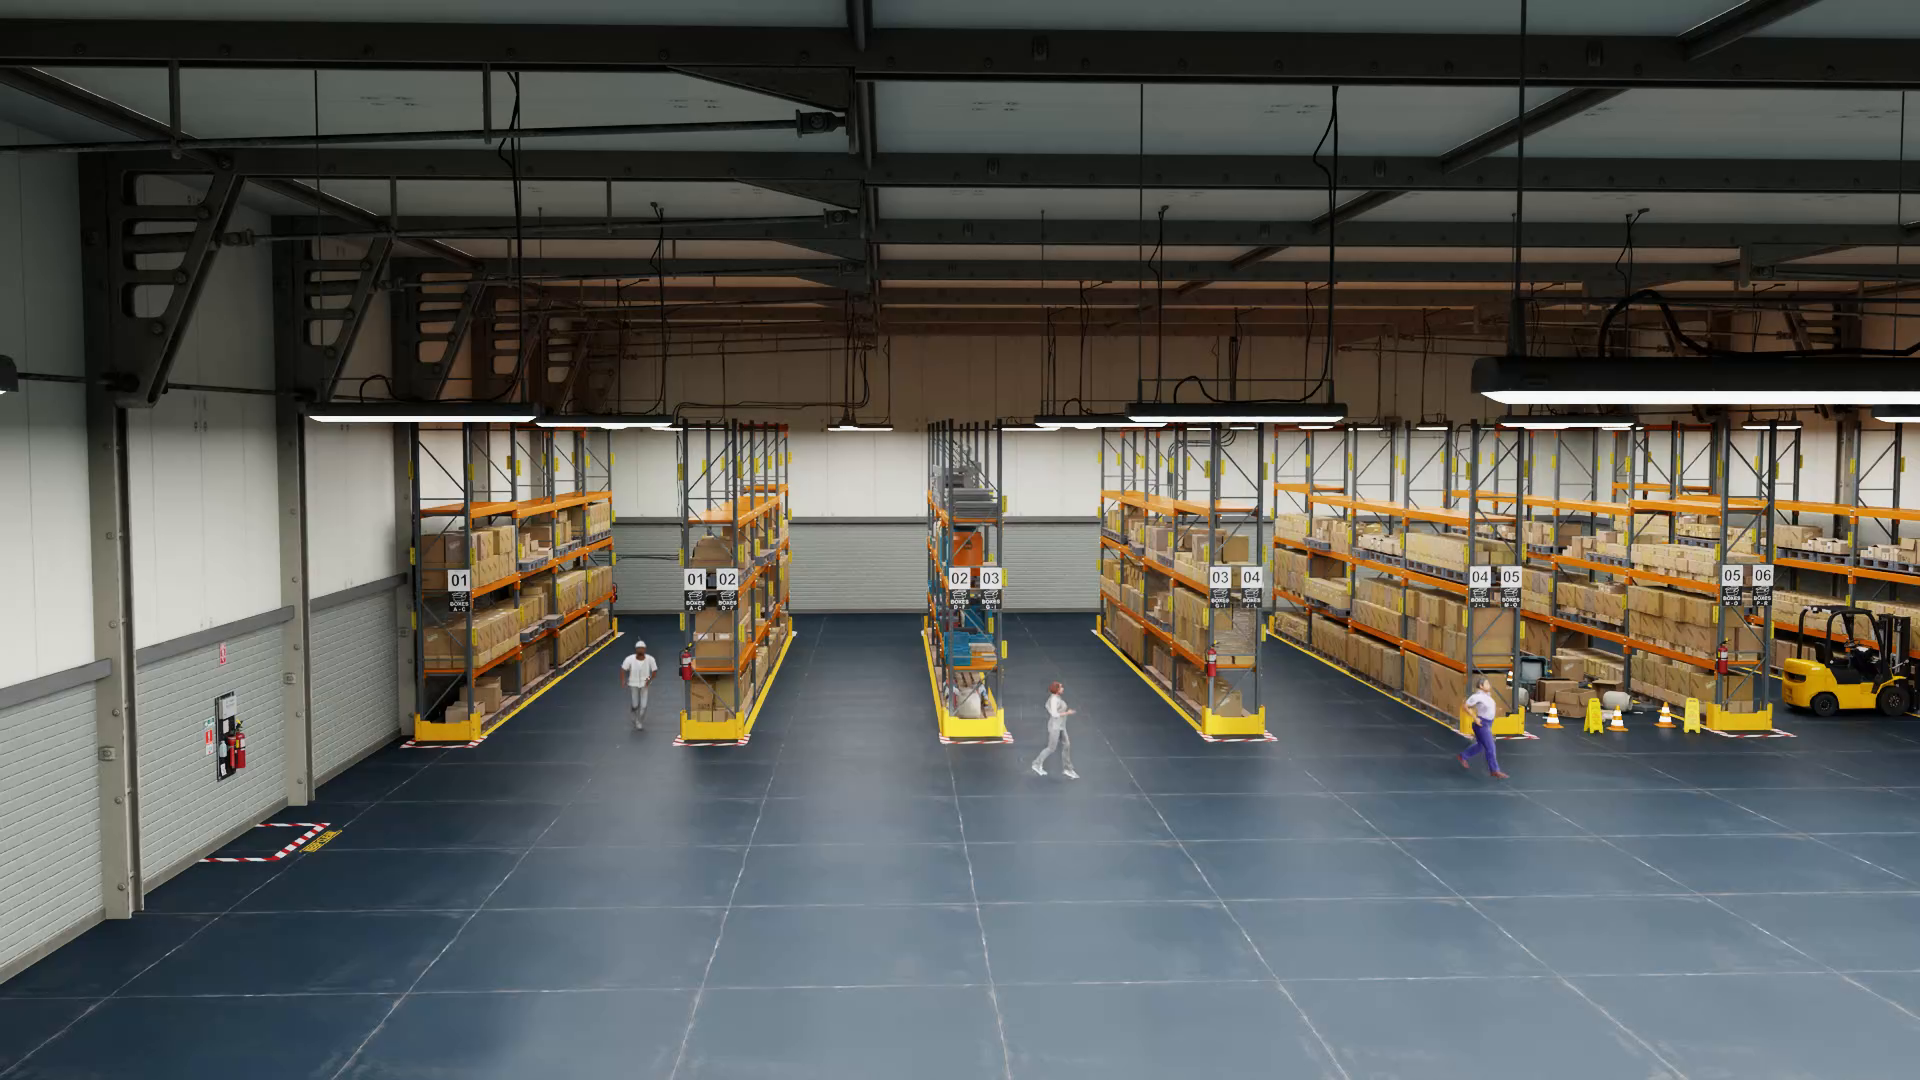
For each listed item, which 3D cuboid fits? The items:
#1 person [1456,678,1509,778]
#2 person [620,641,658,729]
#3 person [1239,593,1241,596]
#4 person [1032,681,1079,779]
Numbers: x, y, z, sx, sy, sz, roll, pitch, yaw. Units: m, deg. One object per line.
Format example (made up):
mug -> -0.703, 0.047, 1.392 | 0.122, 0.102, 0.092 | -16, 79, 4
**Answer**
person -> 8.726, 3.112, 27.745 | 0.925, 1.617, 0.608 | 3, 5, 36
person -> -6.207, 2.803, 32.216 | 0.700, 1.693, 0.583 | -1, 4, -17
person -> 8.361, 1.798, 48.404 | 0.796, 1.715, 0.665 | -3, 5, -40
person -> 1.580, 3.140, 27.524 | 0.787, 1.623, 0.526 | 1, 4, 17
